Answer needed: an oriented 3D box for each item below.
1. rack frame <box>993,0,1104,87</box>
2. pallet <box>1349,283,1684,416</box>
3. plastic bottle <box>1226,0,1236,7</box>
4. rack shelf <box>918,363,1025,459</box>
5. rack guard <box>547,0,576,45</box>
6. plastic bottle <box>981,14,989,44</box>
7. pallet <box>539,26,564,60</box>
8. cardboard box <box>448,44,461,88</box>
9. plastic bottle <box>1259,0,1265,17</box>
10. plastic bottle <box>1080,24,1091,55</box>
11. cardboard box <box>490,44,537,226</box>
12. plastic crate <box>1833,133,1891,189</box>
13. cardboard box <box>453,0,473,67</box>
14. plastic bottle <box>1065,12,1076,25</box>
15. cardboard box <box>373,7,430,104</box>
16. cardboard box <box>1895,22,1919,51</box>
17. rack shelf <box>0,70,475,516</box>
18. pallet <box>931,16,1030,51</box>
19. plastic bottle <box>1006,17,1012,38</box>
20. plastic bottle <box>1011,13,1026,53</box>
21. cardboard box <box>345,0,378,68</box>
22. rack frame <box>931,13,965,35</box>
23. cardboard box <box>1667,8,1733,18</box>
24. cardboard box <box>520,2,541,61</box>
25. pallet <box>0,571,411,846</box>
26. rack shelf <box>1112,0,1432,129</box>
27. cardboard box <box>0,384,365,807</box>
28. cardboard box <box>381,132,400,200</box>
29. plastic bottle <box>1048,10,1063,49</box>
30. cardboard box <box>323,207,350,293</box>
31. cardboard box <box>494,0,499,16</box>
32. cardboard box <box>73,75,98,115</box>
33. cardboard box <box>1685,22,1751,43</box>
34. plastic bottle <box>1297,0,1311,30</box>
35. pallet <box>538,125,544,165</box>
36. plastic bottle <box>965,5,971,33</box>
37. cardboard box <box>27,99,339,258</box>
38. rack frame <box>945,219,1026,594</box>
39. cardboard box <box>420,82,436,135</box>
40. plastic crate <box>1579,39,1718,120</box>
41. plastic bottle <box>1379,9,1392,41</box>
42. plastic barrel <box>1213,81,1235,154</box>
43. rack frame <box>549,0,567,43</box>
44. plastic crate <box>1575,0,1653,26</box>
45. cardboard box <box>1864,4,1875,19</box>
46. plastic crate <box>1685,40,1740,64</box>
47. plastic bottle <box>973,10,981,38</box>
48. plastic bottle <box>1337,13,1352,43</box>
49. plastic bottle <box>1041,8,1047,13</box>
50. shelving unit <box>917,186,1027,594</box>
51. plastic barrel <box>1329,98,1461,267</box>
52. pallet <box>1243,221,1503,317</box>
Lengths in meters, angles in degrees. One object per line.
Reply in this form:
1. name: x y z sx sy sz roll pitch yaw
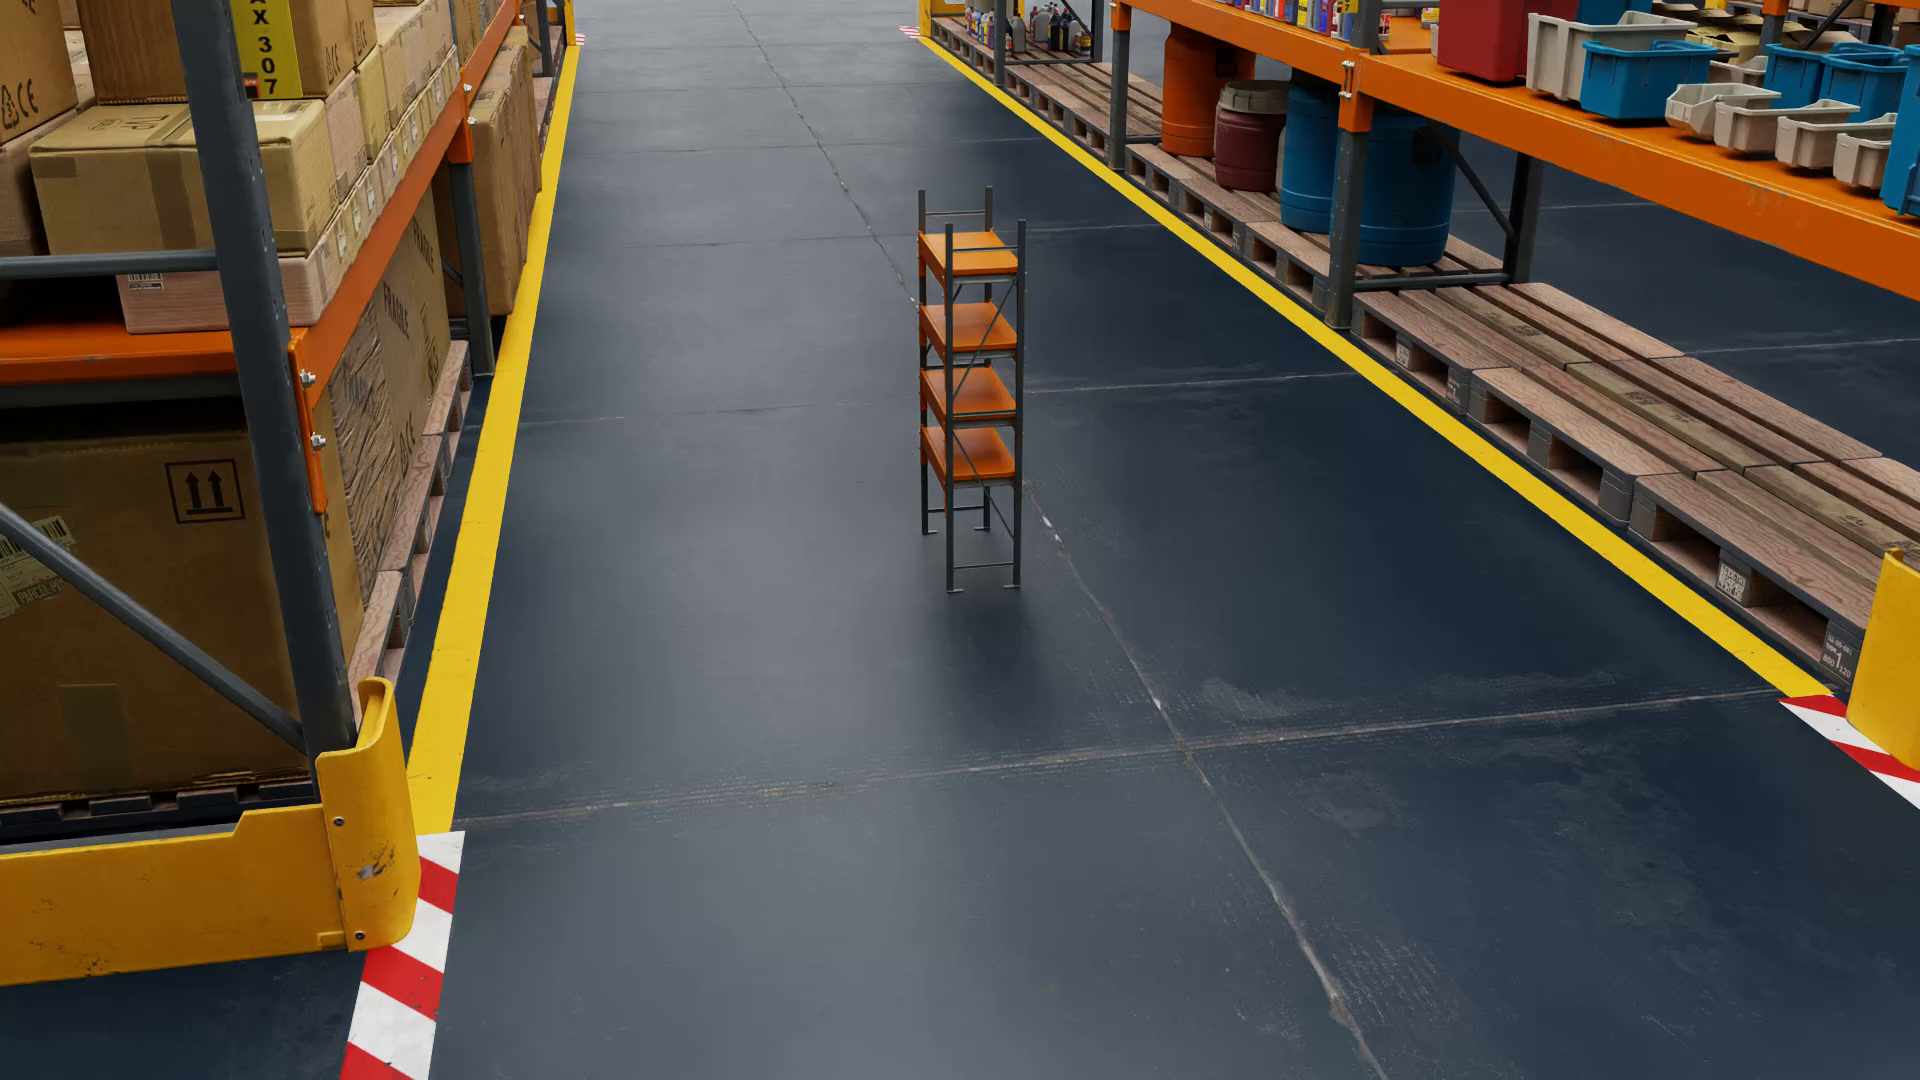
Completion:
1. rack frame: 0.812 -5.595 14.813 1.000 3.000 0.127 -4 24 -10
2. pallet: 2.466 -0.884 7.511 1.003 0.211 1.213 -4 24 -10
3. plastic bottle: 1.596 -3.196 9.382 0.144 0.351 0.185 -4 24 -10
4. rack shelf: 0.031 -0.423 5.388 0.258 0.148 0.480 -4 24 -10
5. rack guard: -4.781 -5.626 18.008 1.175 0.500 0.348 -4 24 -10
6. plastic bottle: 0.289 -5.047 16.412 0.152 0.276 0.135 -4 24 -9
7. pallet: -4.665 -5.172 17.328 1.003 0.211 1.213 -4 24 -10
8. cardboard box: -2.198 -1.871 6.600 0.380 0.149 0.250 -4 24 -9
9. plastic bottle: 1.667 -2.927 8.952 0.097 0.201 0.097 0 24 0
10. plastic bottle: 1.184 -4.704 15.632 0.097 0.271 0.097 0 24 0
11. cardboard box: -3.051 -2.250 9.283 1.225 0.875 0.875 -4 24 -10
12. plastic crate: 2.703 -1.089 4.750 0.396 0.136 0.243 -4 24 -10
13. cardboard box: -2.415 -2.327 7.205 0.500 0.500 0.500 -4 24 -10
14. plastic bottle: 1.071 -4.931 16.052 0.144 0.351 0.185 -4 24 -8
15. cardboard box: -2.044 -1.591 5.461 0.500 0.250 0.500 -4 24 -9
16. cardboard box: 6.839 -3.414 11.456 0.500 0.250 0.500 -3 24 -8
17. rack shelf: -2.206 -0.965 5.112 1.077 0.370 4.000 -4 24 -10
18. pallet: 0.278 -5.544 18.180 1.003 0.211 1.213 -4 24 -10
19. plastic bottle: 0.410 -4.815 15.786 0.144 0.351 0.185 -5 24 -11
20. plastic bottle: 0.552 -4.825 15.811 0.144 0.351 0.185 -4 24 -10
21. cardboard box: -1.854 -1.528 4.381 0.500 0.500 0.500 -5 24 -11
22. rack frame: 0.073 -7.168 18.415 1.000 3.000 0.127 -4 24 -10
23. cardboard box: 6.319 -4.413 14.316 0.500 0.311 0.500 -5 24 -10
24. cardboard box: -4.203 -4.660 15.271 0.500 0.500 0.500 3 24 7
25. pallet: -2.061 0.461 4.431 1.003 0.211 1.213 -4 24 -10
26. rack shelf: 1.922 -2.905 9.553 1.077 0.370 4.000 -4 24 -10
27. cardboard box: -2.033 0.027 4.070 0.875 0.875 0.875 -4 24 -10
28. cardboard box: -1.818 -1.063 4.750 0.380 0.149 0.250 -5 24 -10
29. plastic bottle: 0.929 -4.920 16.028 0.144 0.351 0.185 -4 24 -10
30. cardboard box: -1.626 -0.658 3.823 0.380 0.149 0.250 -5 24 -11
31. cardboard box: -2.795 -3.125 9.032 0.500 0.500 0.500 -5 24 -11
32. cardboard box: -2.280 -0.947 3.985 0.500 0.250 0.500 -5 24 -11
33. cardboard box: 5.979 -3.968 13.298 0.500 0.311 0.500 -5 24 -11
34. plastic bottle: 1.800 -2.763 8.390 0.144 0.351 0.185 -4 24 -10
35. pallet: -3.459 -2.685 11.633 1.003 0.211 1.213 -4 24 -10
36. plastic bottle: 0.102 -5.383 17.188 0.097 0.271 0.097 0 24 0
37. cardboard box: -1.660 -0.785 3.615 0.500 0.250 0.500 -5 24 -11
38. rack frame: 0.076 -0.389 5.141 0.240 1.200 0.015 -4 24 -10
39. cardboard box: -2.007 -1.466 5.673 0.380 0.149 0.250 -4 24 -9
40. plastic crate: 2.400 -1.615 5.833 0.416 0.233 0.300 -4 24 -10
41. plastic bottle: 2.020 -2.505 7.986 0.097 0.201 0.097 0 24 0
42. plastic barrel: 1.851 -2.667 10.693 0.421 0.512 0.421 0 24 0
43. rack frame: -4.795 -6.802 17.576 1.000 3.000 0.127 -4 24 -10
44. plastic crate: 2.713 -2.310 7.237 0.392 0.384 0.575 -4 24 -10
45. cardboard box: 10.272 -5.854 18.418 0.380 0.149 0.250 -6 24 -14
46. plastic crate: 2.763 -1.929 6.689 0.437 0.125 0.590 -4 24 -10
47. plastic bottle: 0.184 -5.209 16.789 0.097 0.271 0.097 0 24 0
48. plastic bottle: 1.901 -2.523 7.933 0.152 0.276 0.135 -4 24 -10
49. plastic bottle: 0.888 -5.276 16.936 0.152 0.276 0.135 -5 24 -11
50. shelving unit: 0.031 -0.485 5.361 0.258 1.200 0.503 -4 24 -10
51. plastic barrel: 2.208 -1.894 8.437 0.600 0.901 0.708 -4 24 -10
52. pallet: 2.190 -1.477 8.868 1.003 0.211 1.213 -4 24 -10
